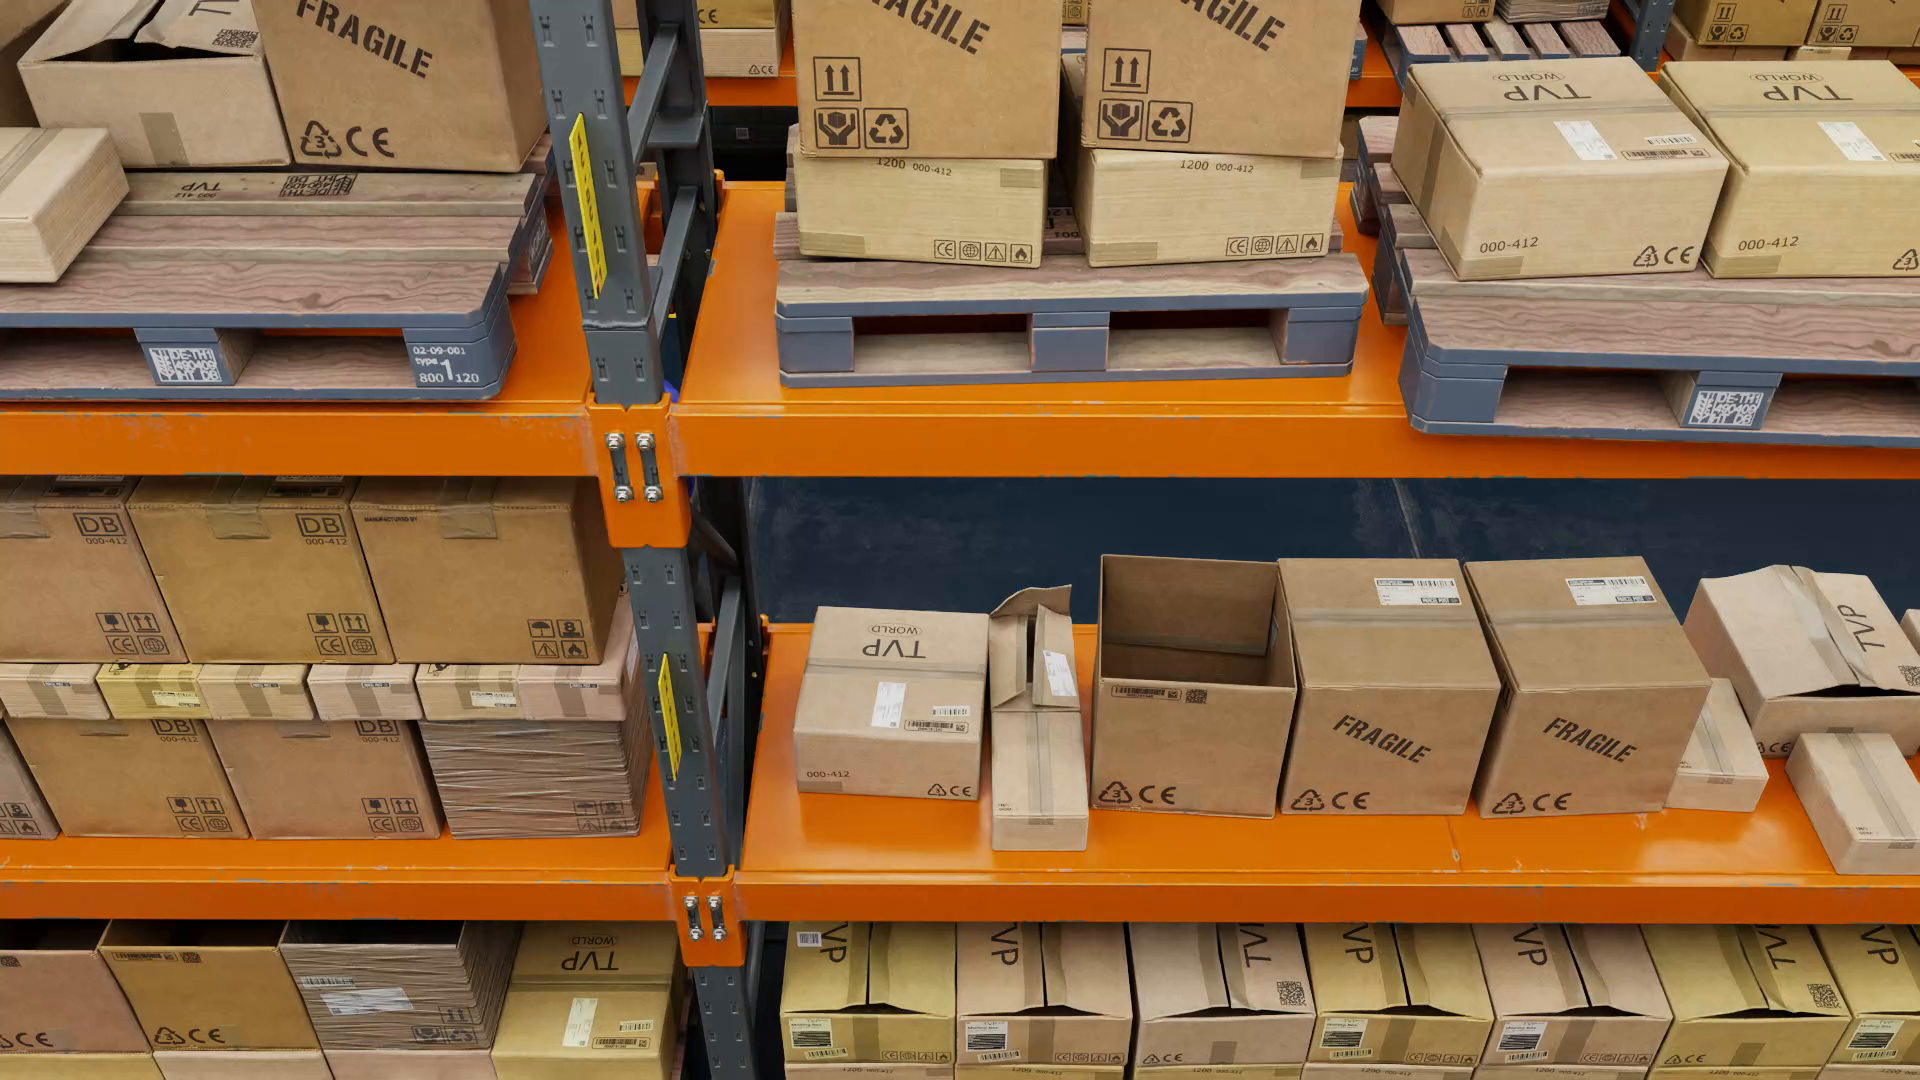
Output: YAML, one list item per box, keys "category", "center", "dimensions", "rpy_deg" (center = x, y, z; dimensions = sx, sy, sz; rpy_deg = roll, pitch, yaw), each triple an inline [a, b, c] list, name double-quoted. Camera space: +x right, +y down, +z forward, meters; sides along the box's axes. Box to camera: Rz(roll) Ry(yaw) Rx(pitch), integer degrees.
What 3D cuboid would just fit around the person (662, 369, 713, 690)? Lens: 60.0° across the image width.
- category: "person"
  center: [-1.109, -0.066, 6.239]
  dimensions: [0.352, 1.654, 0.514]
  rpy_deg: [0, 40, 0]
